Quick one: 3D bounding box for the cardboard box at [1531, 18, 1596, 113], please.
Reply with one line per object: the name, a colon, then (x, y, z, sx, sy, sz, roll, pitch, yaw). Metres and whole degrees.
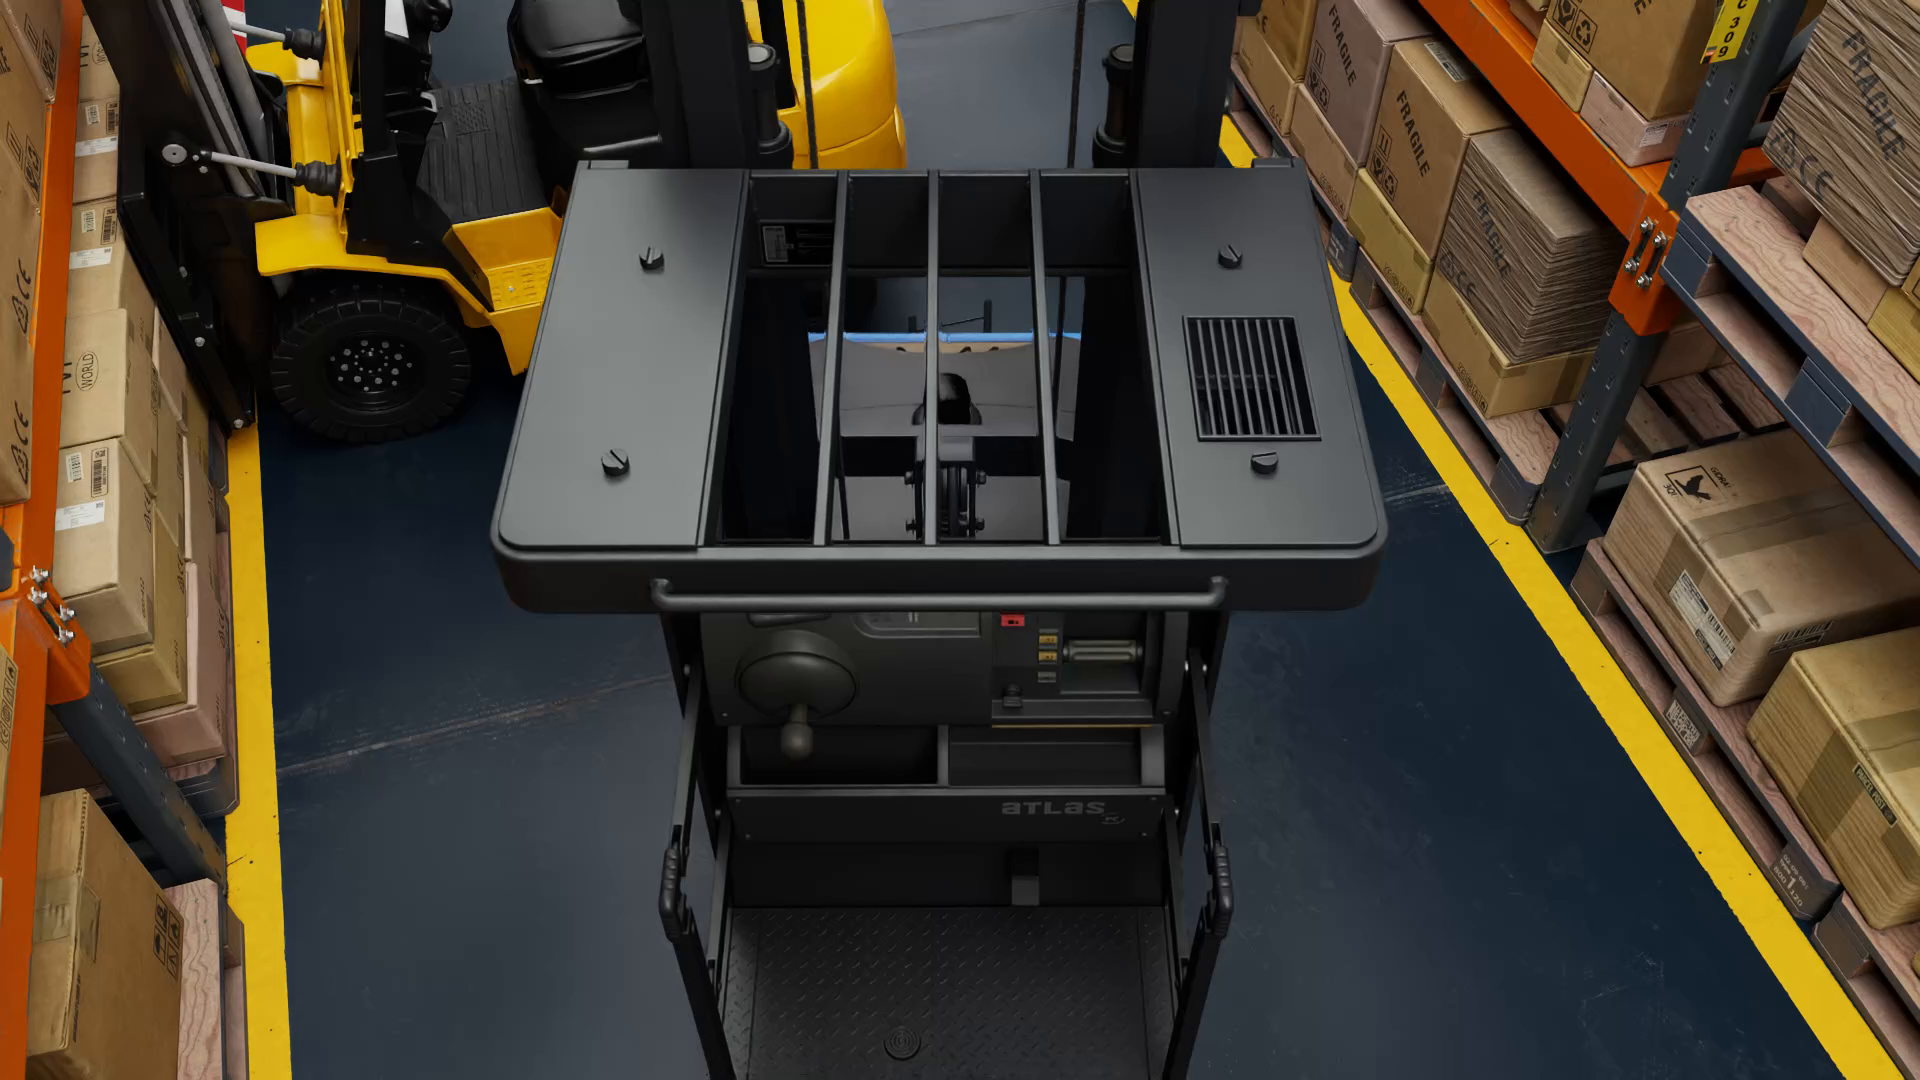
cardboard box: (1.819, -1.337, 4.580, 0.380, 0.149, 0.250, -12, 51, -10)

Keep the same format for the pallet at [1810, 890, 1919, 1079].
pallet: (2.881, 1.288, 4.026, 1.003, 0.211, 1.213, -13, 51, -11)

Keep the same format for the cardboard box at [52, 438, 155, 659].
cardboard box: (-2.298, 0.058, 4.109, 0.500, 0.250, 0.500, -14, 51, -12)

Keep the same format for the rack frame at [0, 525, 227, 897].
rack frame: (-2.455, 0.053, 3.243, 1.000, 3.000, 0.127, -13, 51, -11)

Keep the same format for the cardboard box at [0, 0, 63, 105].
cardboard box: (-2.786, -1.481, 4.471, 0.500, 0.500, 0.500, -13, 51, -11)

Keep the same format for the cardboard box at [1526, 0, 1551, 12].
cardboard box: (1.758, -1.843, 4.582, 0.500, 0.500, 0.500, -12, 51, -10)

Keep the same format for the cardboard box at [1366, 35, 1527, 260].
cardboard box: (1.702, -1.305, 5.422, 0.500, 0.500, 0.500, -12, 51, -10)

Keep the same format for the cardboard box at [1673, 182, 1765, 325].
cardboard box: (2.369, -1.055, 5.210, 0.500, 0.500, 0.500, -11, 51, -9)

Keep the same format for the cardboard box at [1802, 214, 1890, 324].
cardboard box: (2.147, -0.651, 3.727, 0.380, 0.149, 0.250, -13, 51, -10)

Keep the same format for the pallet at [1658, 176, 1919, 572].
pallet: (2.372, -0.419, 3.767, 1.003, 0.211, 1.213, -13, 51, -11)

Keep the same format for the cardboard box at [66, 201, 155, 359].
cardboard box: (-2.598, -0.679, 4.730, 0.500, 0.250, 0.500, -12, 51, -10)

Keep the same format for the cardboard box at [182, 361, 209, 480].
cardboard box: (-2.614, -0.363, 5.118, 0.500, 0.250, 0.500, -13, 51, -10)

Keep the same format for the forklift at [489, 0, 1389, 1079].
forklift: (-0.027, 0.330, 3.055, 1.130, 2.935, 3.031, 0, 50, 0)

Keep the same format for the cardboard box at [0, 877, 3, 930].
cardboard box: (-1.902, 0.776, 2.732, 0.500, 0.250, 0.500, -14, 51, -11)

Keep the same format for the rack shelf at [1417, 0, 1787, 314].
rack shelf: (1.694, -2.301, 5.698, 1.077, 0.370, 4.000, -13, 51, -11)

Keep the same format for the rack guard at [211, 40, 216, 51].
rack guard: (-3.645, -2.080, 6.677, 1.175, 0.500, 0.348, -13, 51, -11)

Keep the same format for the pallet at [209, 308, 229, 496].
pallet: (-3.015, -0.531, 5.559, 1.003, 0.211, 1.213, -13, 51, -11)

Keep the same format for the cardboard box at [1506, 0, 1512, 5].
cardboard box: (1.756, -1.730, 4.911, 0.380, 0.149, 0.250, -14, 51, -11)

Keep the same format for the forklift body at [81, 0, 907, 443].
forklift body: (-1.335, -1.622, 5.211, 2.313, 2.155, 1.214, -13, 51, -11)

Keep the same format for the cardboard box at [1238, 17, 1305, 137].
cardboard box: (1.394, -1.820, 6.347, 0.500, 0.250, 0.500, -10, 51, -9)

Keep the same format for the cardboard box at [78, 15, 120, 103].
cardboard box: (-2.889, -1.436, 5.368, 0.500, 0.250, 0.500, -13, 51, -11)

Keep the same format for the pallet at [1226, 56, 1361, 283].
pallet: (1.689, -1.548, 6.417, 1.003, 0.211, 1.213, -13, 51, -11)

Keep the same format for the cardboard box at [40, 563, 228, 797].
cardboard box: (-2.282, 0.376, 4.495, 0.500, 0.250, 0.500, -13, 51, -11)

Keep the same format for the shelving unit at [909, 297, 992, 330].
shelving unit: (0.003, -0.285, 4.902, 0.258, 0.900, 0.210, -13, 51, -11)

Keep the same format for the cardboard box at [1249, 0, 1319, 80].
cardboard box: (1.384, -2.066, 6.063, 0.500, 0.500, 0.500, -12, 51, -10)

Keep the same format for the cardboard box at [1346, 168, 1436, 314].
cardboard box: (1.687, -1.079, 5.721, 0.500, 0.250, 0.500, -15, 51, -12)

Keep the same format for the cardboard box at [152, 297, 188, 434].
cardboard box: (-2.592, -0.517, 4.921, 0.500, 0.250, 0.500, -14, 51, -11)

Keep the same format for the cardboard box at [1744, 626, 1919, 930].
cardboard box: (2.659, 0.547, 4.271, 0.950, 0.372, 0.625, -10, 51, -9)

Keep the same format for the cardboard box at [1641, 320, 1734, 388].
cardboard box: (2.369, -0.813, 5.497, 0.500, 0.250, 0.500, -15, 52, -13)

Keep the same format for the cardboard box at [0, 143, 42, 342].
cardboard box: (-2.507, -0.739, 3.846, 0.500, 0.500, 0.500, -13, 51, -10)

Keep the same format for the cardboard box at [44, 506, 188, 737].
cardboard box: (-2.303, 0.220, 4.299, 0.500, 0.250, 0.500, -14, 51, -11)

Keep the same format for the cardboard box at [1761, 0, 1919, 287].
cardboard box: (2.150, -0.928, 3.536, 0.500, 0.500, 0.500, -12, 51, -10)

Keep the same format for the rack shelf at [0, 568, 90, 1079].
rack shelf: (-1.864, 1.746, 2.287, 1.077, 0.370, 4.000, -13, 51, -11)
